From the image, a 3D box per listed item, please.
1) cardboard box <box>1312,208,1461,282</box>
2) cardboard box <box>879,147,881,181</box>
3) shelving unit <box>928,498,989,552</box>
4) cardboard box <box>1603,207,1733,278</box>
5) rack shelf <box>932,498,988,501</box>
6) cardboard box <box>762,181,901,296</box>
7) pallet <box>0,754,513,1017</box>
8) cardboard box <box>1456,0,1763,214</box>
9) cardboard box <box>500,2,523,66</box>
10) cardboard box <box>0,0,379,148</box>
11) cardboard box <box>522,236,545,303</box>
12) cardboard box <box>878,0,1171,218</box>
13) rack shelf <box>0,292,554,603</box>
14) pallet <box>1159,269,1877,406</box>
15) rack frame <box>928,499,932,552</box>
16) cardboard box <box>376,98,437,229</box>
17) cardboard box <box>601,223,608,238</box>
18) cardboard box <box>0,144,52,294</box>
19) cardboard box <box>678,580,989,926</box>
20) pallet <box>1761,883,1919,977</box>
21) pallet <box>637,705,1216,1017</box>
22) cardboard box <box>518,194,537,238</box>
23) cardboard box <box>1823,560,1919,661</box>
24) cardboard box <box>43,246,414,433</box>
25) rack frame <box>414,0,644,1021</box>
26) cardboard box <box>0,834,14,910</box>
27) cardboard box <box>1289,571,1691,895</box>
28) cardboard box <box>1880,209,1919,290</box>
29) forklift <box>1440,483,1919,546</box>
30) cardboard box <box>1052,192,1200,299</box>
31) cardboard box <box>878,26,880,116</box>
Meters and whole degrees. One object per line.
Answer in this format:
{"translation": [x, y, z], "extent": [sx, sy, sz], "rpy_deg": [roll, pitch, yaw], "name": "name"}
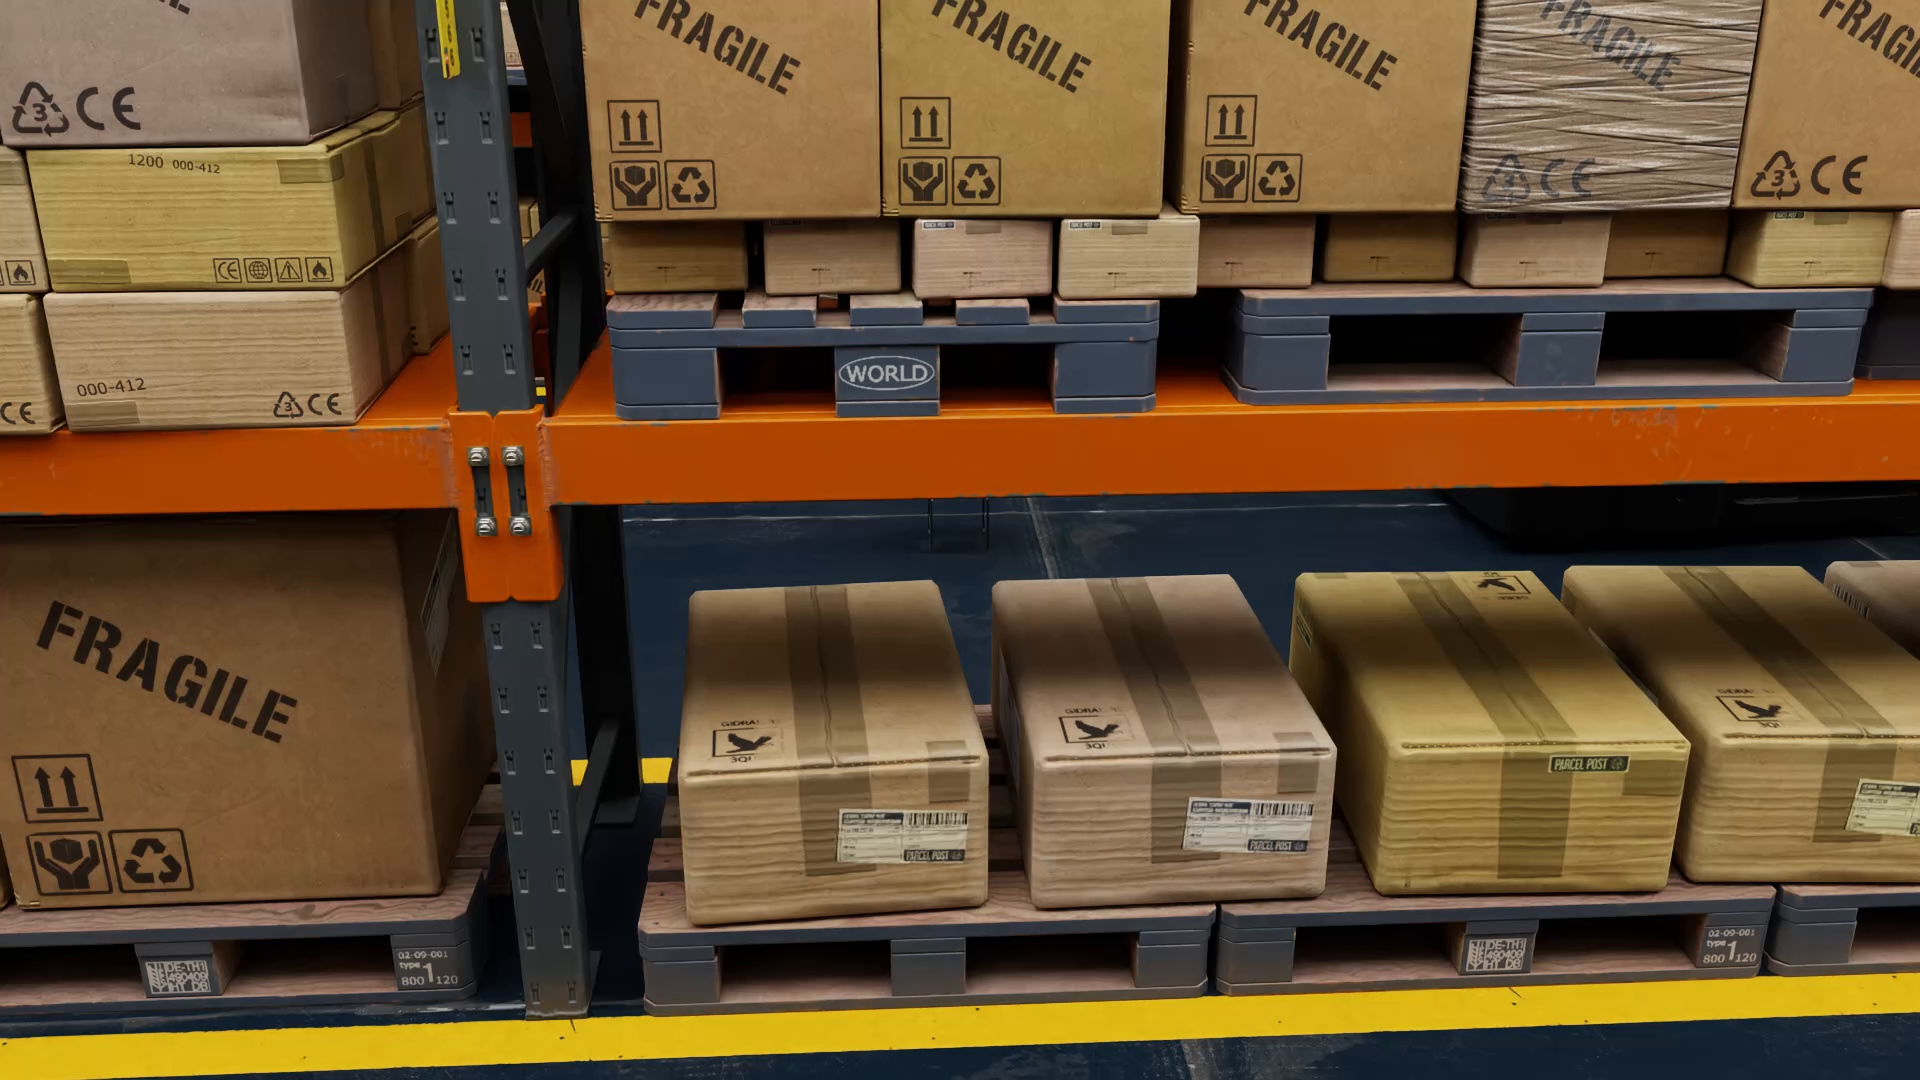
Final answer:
{"translation": [0.813, -0.627, 3.316], "extent": [0.250, 0.149, 0.380], "rpy_deg": [0, 21, -1], "name": "cardboard box"}
{"translation": [-0.296, -0.775, 3.703], "extent": [0.250, 0.149, 0.380], "rpy_deg": [-1, 21, -2], "name": "cardboard box"}
{"translation": [-0.008, -0.420, 5.960], "extent": [0.210, 0.900, 0.258], "rpy_deg": [-1, 21, -3], "name": "shelving unit"}
{"translation": [1.334, -0.642, 3.353], "extent": [0.250, 0.149, 0.380], "rpy_deg": [-2, 21, -5], "name": "cardboard box"}
{"translation": [-0.008, -0.221, 6.036], "extent": [0.200, 0.077, 0.258], "rpy_deg": [-1, 21, -3], "name": "rack shelf"}
{"translation": [-0.254, -0.588, 3.212], "extent": [0.250, 0.149, 0.380], "rpy_deg": [-2, 21, -6], "name": "cardboard box"}
{"translation": [-1.665, 0.718, 3.938], "extent": [1.213, 0.211, 1.003], "rpy_deg": [-1, 21, -3], "name": "pallet"}
{"translation": [1.138, -0.917, 3.165], "extent": [0.500, 0.500, 0.500], "rpy_deg": [-2, 21, -5], "name": "cardboard box"}
{"translation": [-2.195, -2.327, 7.639], "extent": [0.500, 0.250, 0.500], "rpy_deg": [-2, 21, -6], "name": "cardboard box"}
{"translation": [-1.375, -0.985, 2.947], "extent": [0.500, 0.500, 0.500], "rpy_deg": [-2, 21, -5], "name": "cardboard box"}
{"translation": [-2.071, -1.274, 8.175], "extent": [0.500, 0.500, 0.500], "rpy_deg": [-1, 21, -4], "name": "cardboard box"}
{"translation": [0.109, -0.896, 3.111], "extent": [0.500, 0.500, 0.500], "rpy_deg": [0, 21, 0], "name": "cardboard box"}
{"translation": [-2.870, -0.198, 3.435], "extent": [4.000, 0.370, 1.077], "rpy_deg": [-1, 21, -3], "name": "rack shelf"}
{"translation": [1.100, -0.540, 3.592], "extent": [1.213, 0.211, 1.003], "rpy_deg": [-1, 21, -3], "name": "pallet"}
{"translation": [-0.110, -0.418, 5.955], "extent": [0.006, 0.900, 0.240], "rpy_deg": [-1, 21, -3], "name": "rack frame"}
{"translation": [-1.394, -0.815, 3.555], "extent": [0.500, 0.250, 0.500], "rpy_deg": [-1, 21, -3], "name": "cardboard box"}
{"translation": [-1.639, -1.569, 8.037], "extent": [0.250, 0.149, 0.380], "rpy_deg": [-2, 21, -6], "name": "cardboard box"}
{"translation": [-1.854, -0.626, 3.058], "extent": [0.500, 0.250, 0.500], "rpy_deg": [-2, 21, -4], "name": "cardboard box"}
{"translation": [-0.309, 0.449, 3.828], "extent": [0.625, 0.372, 0.950], "rpy_deg": [-3, 21, -7], "name": "cardboard box"}
{"translation": [2.343, 0.664, 4.081], "extent": [1.213, 0.211, 1.003], "rpy_deg": [-1, 21, -3], "name": "pallet"}
{"translation": [-0.093, 0.713, 3.950], "extent": [1.213, 0.211, 1.003], "rpy_deg": [-1, 21, -3], "name": "pallet"}
{"translation": [-2.175, -1.563, 8.021], "extent": [0.250, 0.149, 0.380], "rpy_deg": [-2, 21, -5], "name": "cardboard box"}
{"translation": [2.596, 0.388, 3.990], "extent": [0.625, 0.372, 0.950], "rpy_deg": [-1, 21, -2], "name": "cardboard box"}
{"translation": [-1.364, -0.402, 3.171], "extent": [0.500, 0.250, 0.500], "rpy_deg": [-2, 21, -5], "name": "cardboard box"}
{"translation": [-0.874, -0.574, 3.414], "extent": [0.127, 3.000, 1.000], "rpy_deg": [-1, 21, -3], "name": "rack frame"}
{"translation": [-2.459, 0.223, 3.714], "extent": [0.875, 0.875, 0.875], "rpy_deg": [-1, 21, -2], "name": "cardboard box"}
{"translation": [1.185, 0.418, 3.910], "extent": [0.625, 0.372, 0.950], "rpy_deg": [0, 21, -1], "name": "cardboard box"}
{"translation": [1.848, -0.602, 3.251], "extent": [0.250, 0.149, 0.380], "rpy_deg": [-1, 21, -3], "name": "cardboard box"}
{"translation": [3.355, -1.577, 6.144], "extent": [3.031, 2.935, 1.130], "rpy_deg": [-3, 21, -8], "name": "forklift"}
{"translation": [0.297, -0.575, 3.178], "extent": [0.250, 0.149, 0.380], "rpy_deg": [-1, 21, -3], "name": "cardboard box"}
{"translation": [0.080, -1.079, 3.590], "extent": [0.500, 0.500, 0.500], "rpy_deg": [-1, 21, -4], "name": "cardboard box"}
